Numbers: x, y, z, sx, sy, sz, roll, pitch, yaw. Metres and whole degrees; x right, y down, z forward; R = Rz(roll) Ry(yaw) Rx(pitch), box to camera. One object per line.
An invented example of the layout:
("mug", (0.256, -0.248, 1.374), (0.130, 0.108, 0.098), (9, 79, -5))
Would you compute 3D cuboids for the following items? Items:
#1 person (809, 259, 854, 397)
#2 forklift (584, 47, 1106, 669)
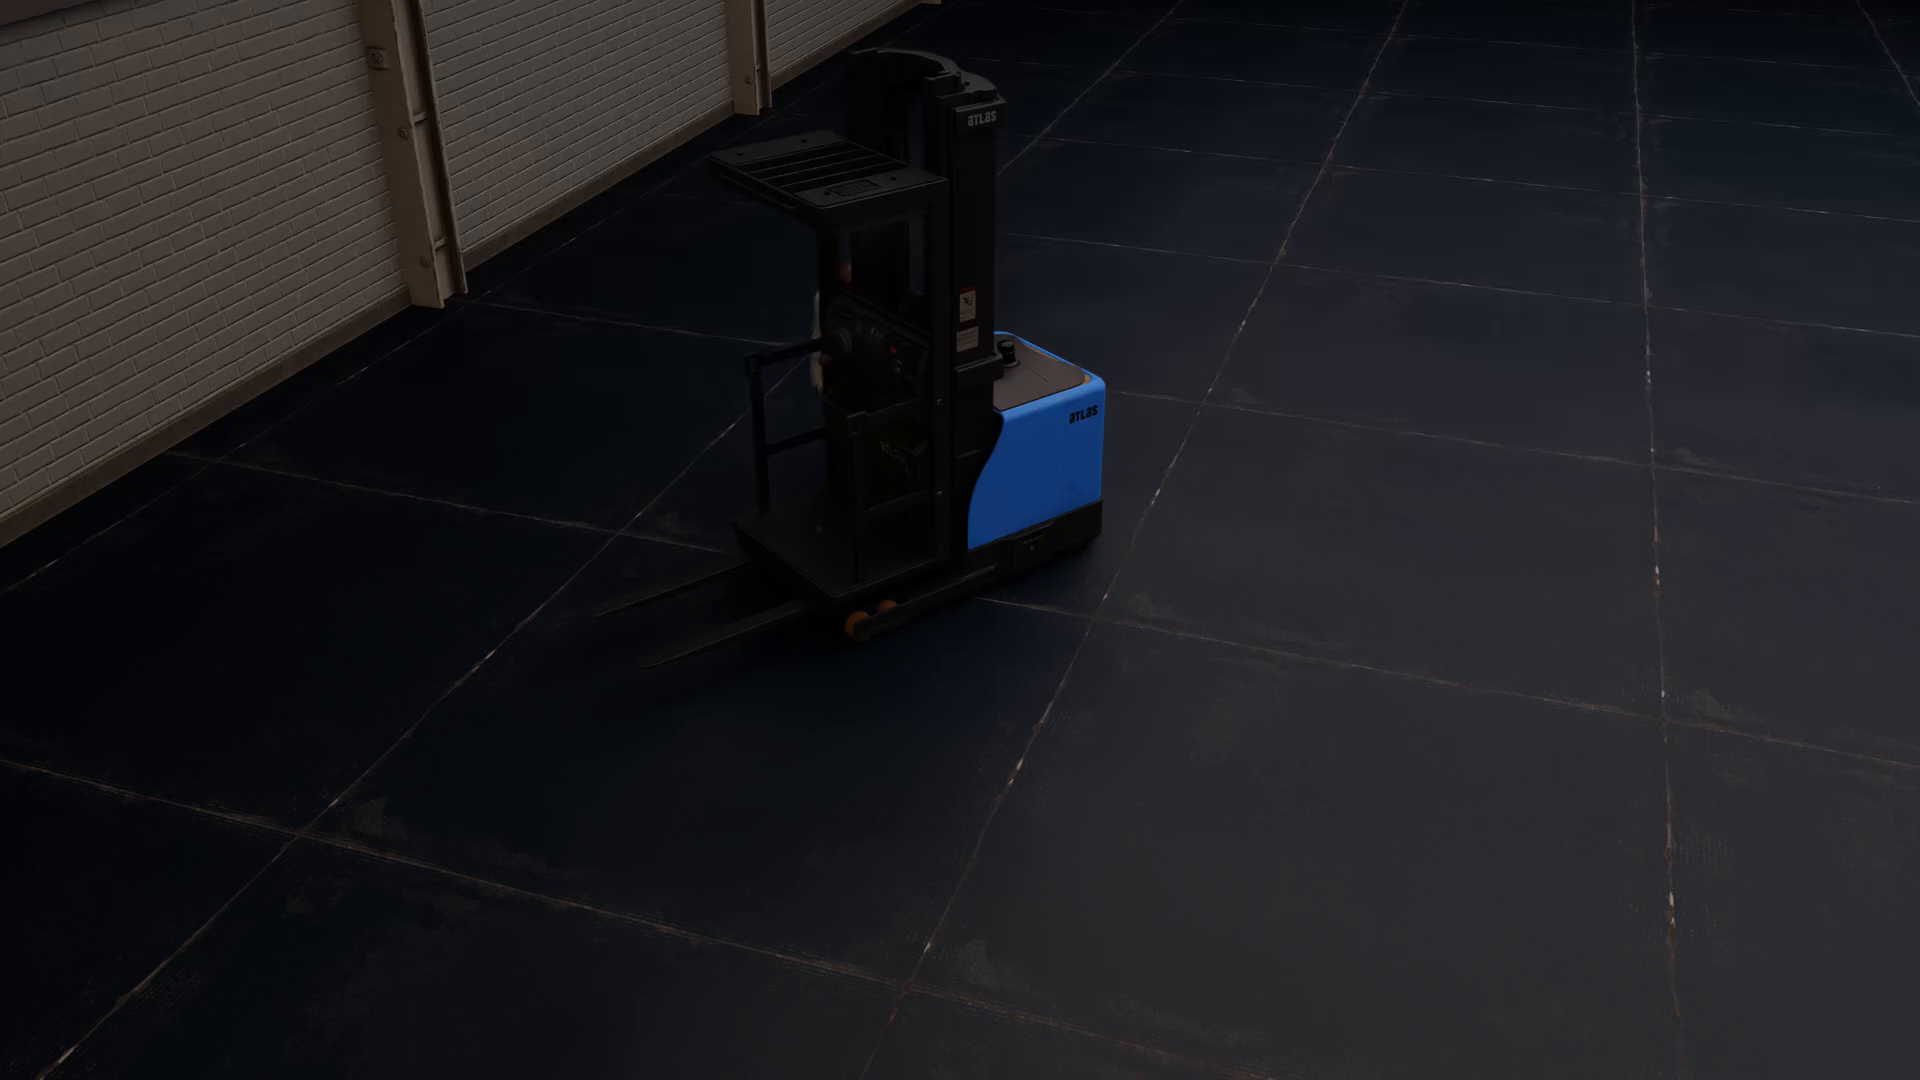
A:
("person", (-0.572, -1.126, 10.713), (0.915, 1.368, 0.839), (14, 33, 23))
("forklift", (-0.624, -1.010, 8.908), (3.031, 2.935, 1.130), (-21, 36, -32))
